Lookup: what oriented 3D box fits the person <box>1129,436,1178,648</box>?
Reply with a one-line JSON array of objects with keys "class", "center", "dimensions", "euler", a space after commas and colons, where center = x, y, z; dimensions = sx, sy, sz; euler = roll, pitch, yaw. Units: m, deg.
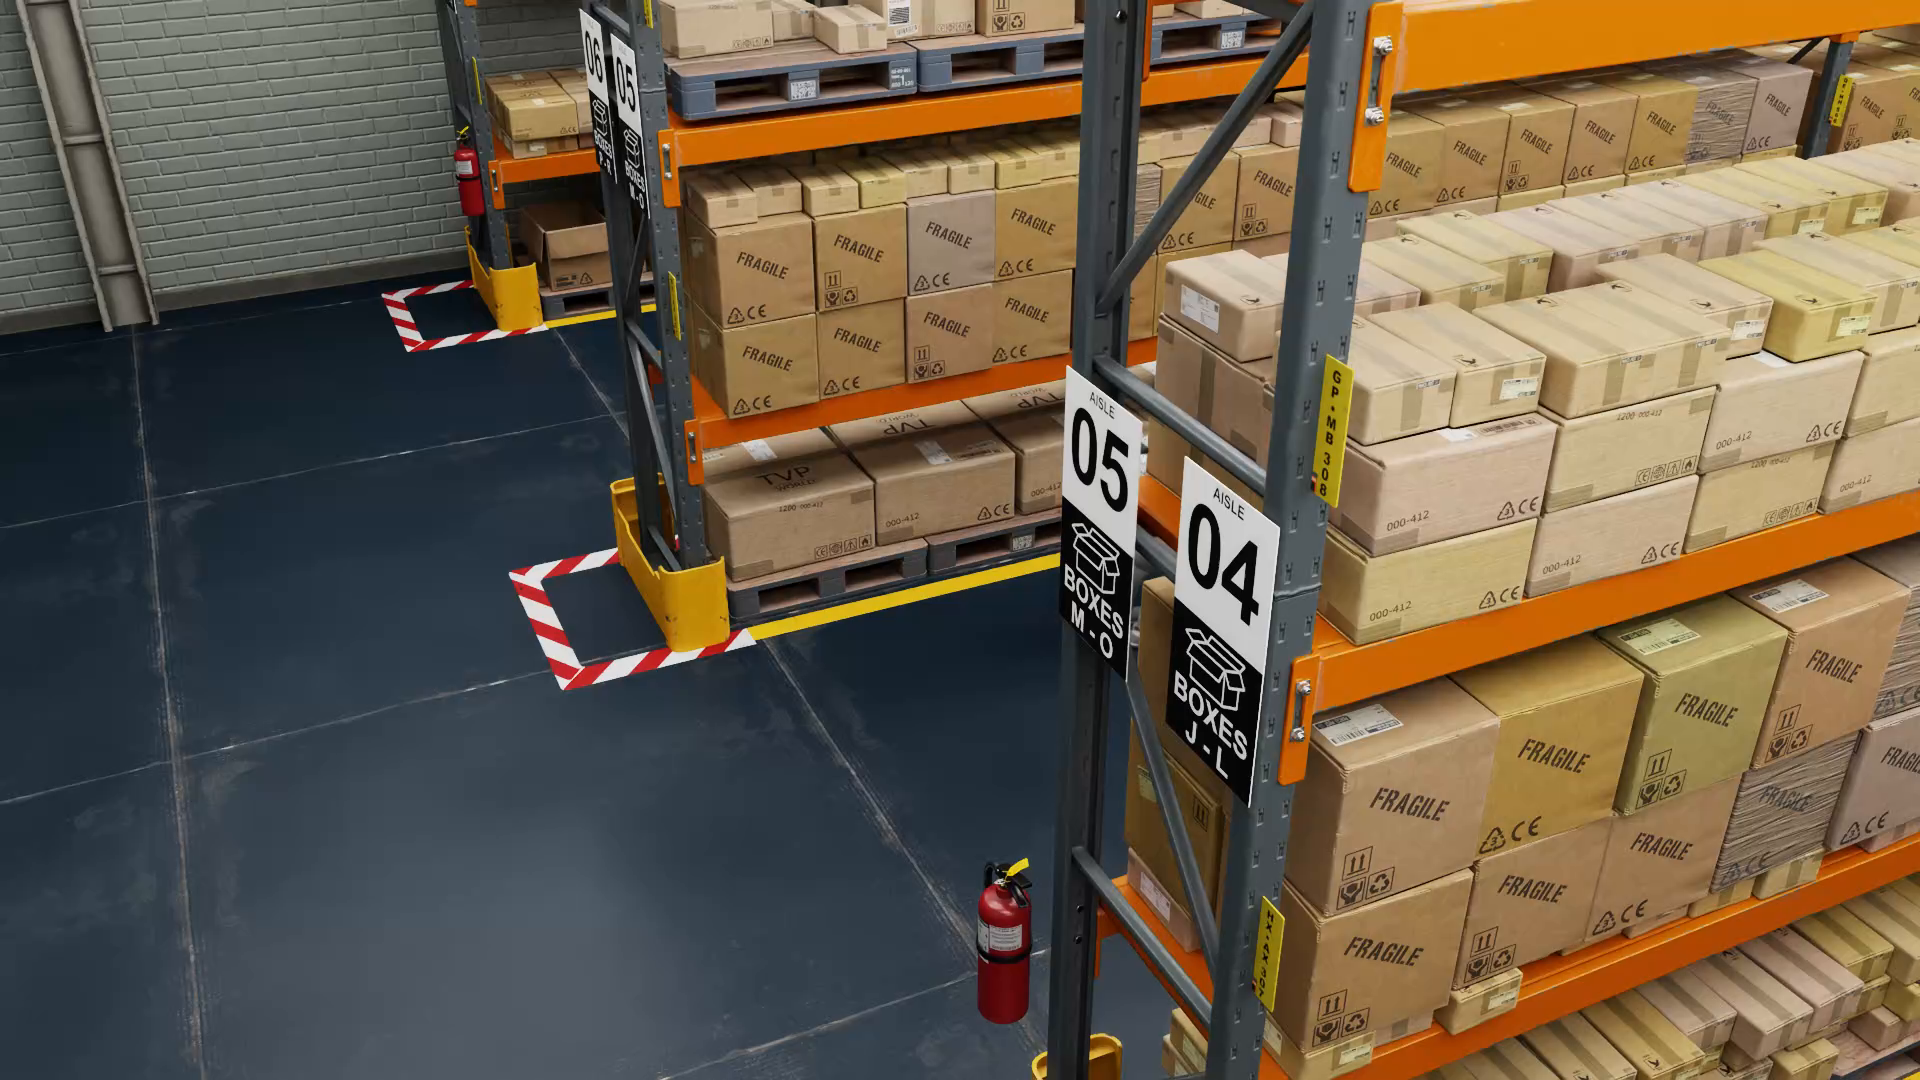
[{"class": "person", "center": [1.050, -0.084, 8.976], "dimensions": [0.743, 1.292, 0.533], "euler": [-13, 32, -22]}]
